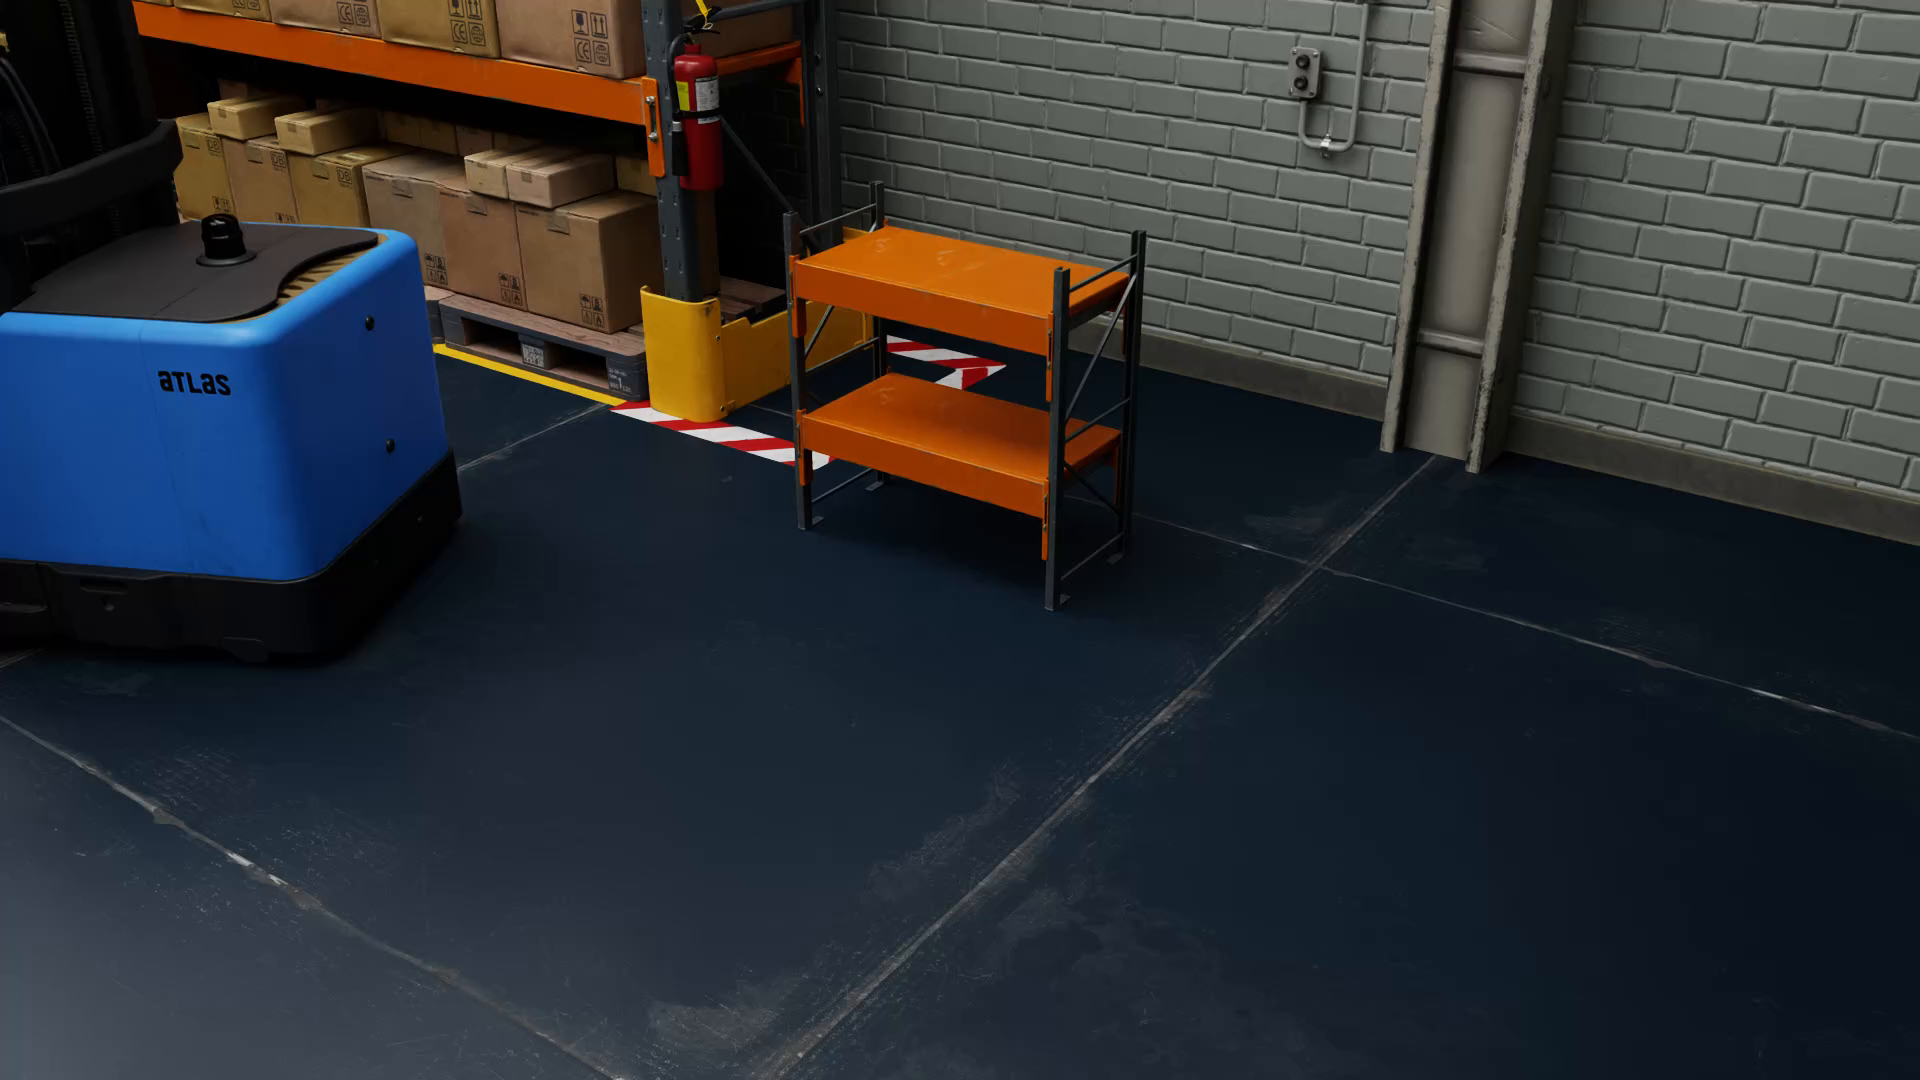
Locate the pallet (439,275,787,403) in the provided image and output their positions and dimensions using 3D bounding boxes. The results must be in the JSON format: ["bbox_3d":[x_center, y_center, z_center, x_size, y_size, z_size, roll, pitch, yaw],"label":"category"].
[{"bbox_3d":[-1.547,-0.996,7.474,1.213,0.211,1.003,17,32,30],"label":"pallet"}]

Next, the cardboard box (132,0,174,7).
[{"bbox_3d":[-3.702,-3.078,8.160,0.700,0.700,0.980,18,32,31],"label":"cardboard box"}]

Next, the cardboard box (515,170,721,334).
[{"bbox_3d":[-1.477,-1.278,7.247,0.500,0.500,0.700,17,32,30],"label":"cardboard box"}]

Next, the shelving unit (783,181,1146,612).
[{"bbox_3d":[0.006,-0.500,5.491,1.048,1.125,0.538,17,32,30],"label":"shelving unit"}]

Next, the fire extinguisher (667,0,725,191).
[{"bbox_3d":[-0.980,-1.650,6.182,0.183,0.674,0.296,17,32,30],"label":"fire extinguisher"}]

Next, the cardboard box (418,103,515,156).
[{"bbox_3d":[-2.307,-1.934,7.822,0.250,0.149,0.380,18,32,31],"label":"cardboard box"}]

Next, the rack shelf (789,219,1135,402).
[{"bbox_3d":[0.006,-0.760,5.359,1.000,0.278,0.538,17,32,30],"label":"rack shelf"}]

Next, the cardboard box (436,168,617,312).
[{"bbox_3d":[-1.889,-1.406,7.499,0.500,0.500,0.700,17,32,30],"label":"cardboard box"}]

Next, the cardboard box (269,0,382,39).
[{"bbox_3d":[-2.498,-2.705,7.427,0.700,0.700,0.980,16,31,28],"label":"cardboard box"}]

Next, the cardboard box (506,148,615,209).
[{"bbox_3d":[-1.686,-1.532,7.030,0.250,0.149,0.380,17,31,30],"label":"cardboard box"}]

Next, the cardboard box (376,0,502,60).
[{"bbox_3d":[-1.875,-2.506,7.036,0.700,0.700,0.980,17,32,30],"label":"cardboard box"}]

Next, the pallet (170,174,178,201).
[{"bbox_3d":[-4.819,-2.017,9.480,1.213,0.211,1.003,17,32,30],"label":"pallet"}]

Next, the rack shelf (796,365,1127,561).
[{"bbox_3d":[0.006,-0.282,5.602,1.000,0.278,0.538,17,32,30],"label":"rack shelf"}]

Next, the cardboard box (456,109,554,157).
[{"bbox_3d":[-2.095,-1.869,7.693,0.250,0.149,0.380,18,32,31],"label":"cardboard box"}]

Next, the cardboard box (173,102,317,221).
[{"bbox_3d":[-3.582,-1.932,8.533,0.500,0.500,0.700,18,32,31],"label":"cardboard box"}]

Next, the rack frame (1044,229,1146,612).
[{"bbox_3d":[0.425,-0.369,5.235,0.032,1.125,0.500,17,32,30],"label":"rack frame"}]

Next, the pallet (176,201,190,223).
[{"bbox_3d":[-3.558,-1.622,8.705,1.213,0.211,1.003,17,32,30],"label":"pallet"}]

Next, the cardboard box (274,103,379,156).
[{"bbox_3d":[-2.973,-1.931,7.815,0.250,0.149,0.380,16,31,29],"label":"cardboard box"}]

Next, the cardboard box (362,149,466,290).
[{"bbox_3d":[-2.304,-1.535,7.752,0.500,0.500,0.700,16,31,29],"label":"cardboard box"}]

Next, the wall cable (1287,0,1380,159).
[{"bbox_3d":[0.748,-2.540,6.313,1.851,1.984,0.084,17,32,30],"label":"wall cable"}]

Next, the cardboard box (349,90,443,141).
[{"bbox_3d":[-2.728,-2.066,8.079,0.250,0.149,0.380,18,32,31],"label":"cardboard box"}]

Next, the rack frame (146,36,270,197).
[{"bbox_3d":[-4.140,-3.089,8.513,0.127,3.000,1.000,17,32,30],"label":"rack frame"}]

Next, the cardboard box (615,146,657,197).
[{"bbox_3d":[-1.260,-1.610,7.183,0.250,0.149,0.380,18,32,31],"label":"cardboard box"}]

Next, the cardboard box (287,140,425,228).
[{"bbox_3d":[-2.748,-1.669,8.016,0.500,0.500,0.700,18,32,31],"label":"cardboard box"}]

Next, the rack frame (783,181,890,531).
[{"bbox_3d":[-0.413,-0.630,5.748,0.032,1.125,0.500,17,32,30],"label":"rack frame"}]

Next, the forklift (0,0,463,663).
[{"bbox_3d":[-3.288,-1.242,4.959,3.031,2.935,1.130,4,27,8],"label":"forklift"}]

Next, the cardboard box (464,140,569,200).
[{"bbox_3d":[-1.897,-1.597,7.159,0.250,0.149,0.380,18,32,32],"label":"cardboard box"}]

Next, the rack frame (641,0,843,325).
[{"bbox_3d":[-0.843,-2.062,6.495,0.127,3.000,1.000,17,32,30],"label":"rack frame"}]

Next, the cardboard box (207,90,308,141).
[{"bbox_3d":[-3.403,-2.065,8.079,0.250,0.149,0.380,19,32,32],"label":"cardboard box"}]

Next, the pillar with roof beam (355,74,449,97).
[{"bbox_3d":[-5.511,-4.297,4.272,0.400,9.000,9.100,17,32,30],"label":"pillar with roof beam"}]

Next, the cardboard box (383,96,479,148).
[{"bbox_3d":[-2.515,-2.000,7.950,0.250,0.149,0.380,17,31,29],"label":"cardboard box"}]

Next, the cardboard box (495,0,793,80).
[{"bbox_3d":[-1.269,-2.323,6.677,0.700,0.700,0.980,19,33,33],"label":"cardboard box"}]

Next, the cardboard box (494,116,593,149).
[{"bbox_3d":[-1.885,-1.804,7.565,0.250,0.149,0.380,18,32,31],"label":"cardboard box"}]

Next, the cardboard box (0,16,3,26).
[{"bbox_3d":[-5.484,-2.664,9.585,0.750,0.750,0.750,18,32,32],"label":"cardboard box"}]

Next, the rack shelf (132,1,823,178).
[{"bbox_3d":[-2.492,-2.255,7.667,4.000,0.370,1.077,17,32,30],"label":"rack shelf"}]

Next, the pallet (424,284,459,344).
[{"bbox_3d":[-2.548,-1.309,8.090,1.213,0.211,1.003,17,32,30],"label":"pallet"}]

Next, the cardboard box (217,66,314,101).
[{"bbox_3d":[-3.589,-2.333,8.604,0.250,0.149,0.380,17,32,30],"label":"cardboard box"}]

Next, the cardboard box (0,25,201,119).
[{"bbox_3d":[-4.750,-2.437,9.138,0.750,0.750,0.750,18,32,31],"label":"cardboard box"}]

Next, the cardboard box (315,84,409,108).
[{"bbox_3d":[-2.936,-2.131,8.208,0.250,0.149,0.380,16,31,29],"label":"cardboard box"}]

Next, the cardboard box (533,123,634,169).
[{"bbox_3d":[-1.679,-1.739,7.438,0.250,0.149,0.380,17,32,30],"label":"cardboard box"}]

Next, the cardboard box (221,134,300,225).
[{"bbox_3d":[-3.170,-1.802,8.277,0.500,0.500,0.700,17,32,30],"label":"cardboard box"}]

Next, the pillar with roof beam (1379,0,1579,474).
[{"bbox_3d":[-0.565,-2.757,1.245,0.400,9.000,9.100,17,32,30],"label":"pillar with roof beam"}]

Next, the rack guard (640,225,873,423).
[{"bbox_3d":[-0.823,-0.942,7.050,0.348,0.500,1.175,17,32,30],"label":"rack guard"}]

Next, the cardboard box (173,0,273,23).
[{"bbox_3d":[-3.104,-2.888,7.787,0.700,0.700,0.980,16,31,29],"label":"cardboard box"}]
